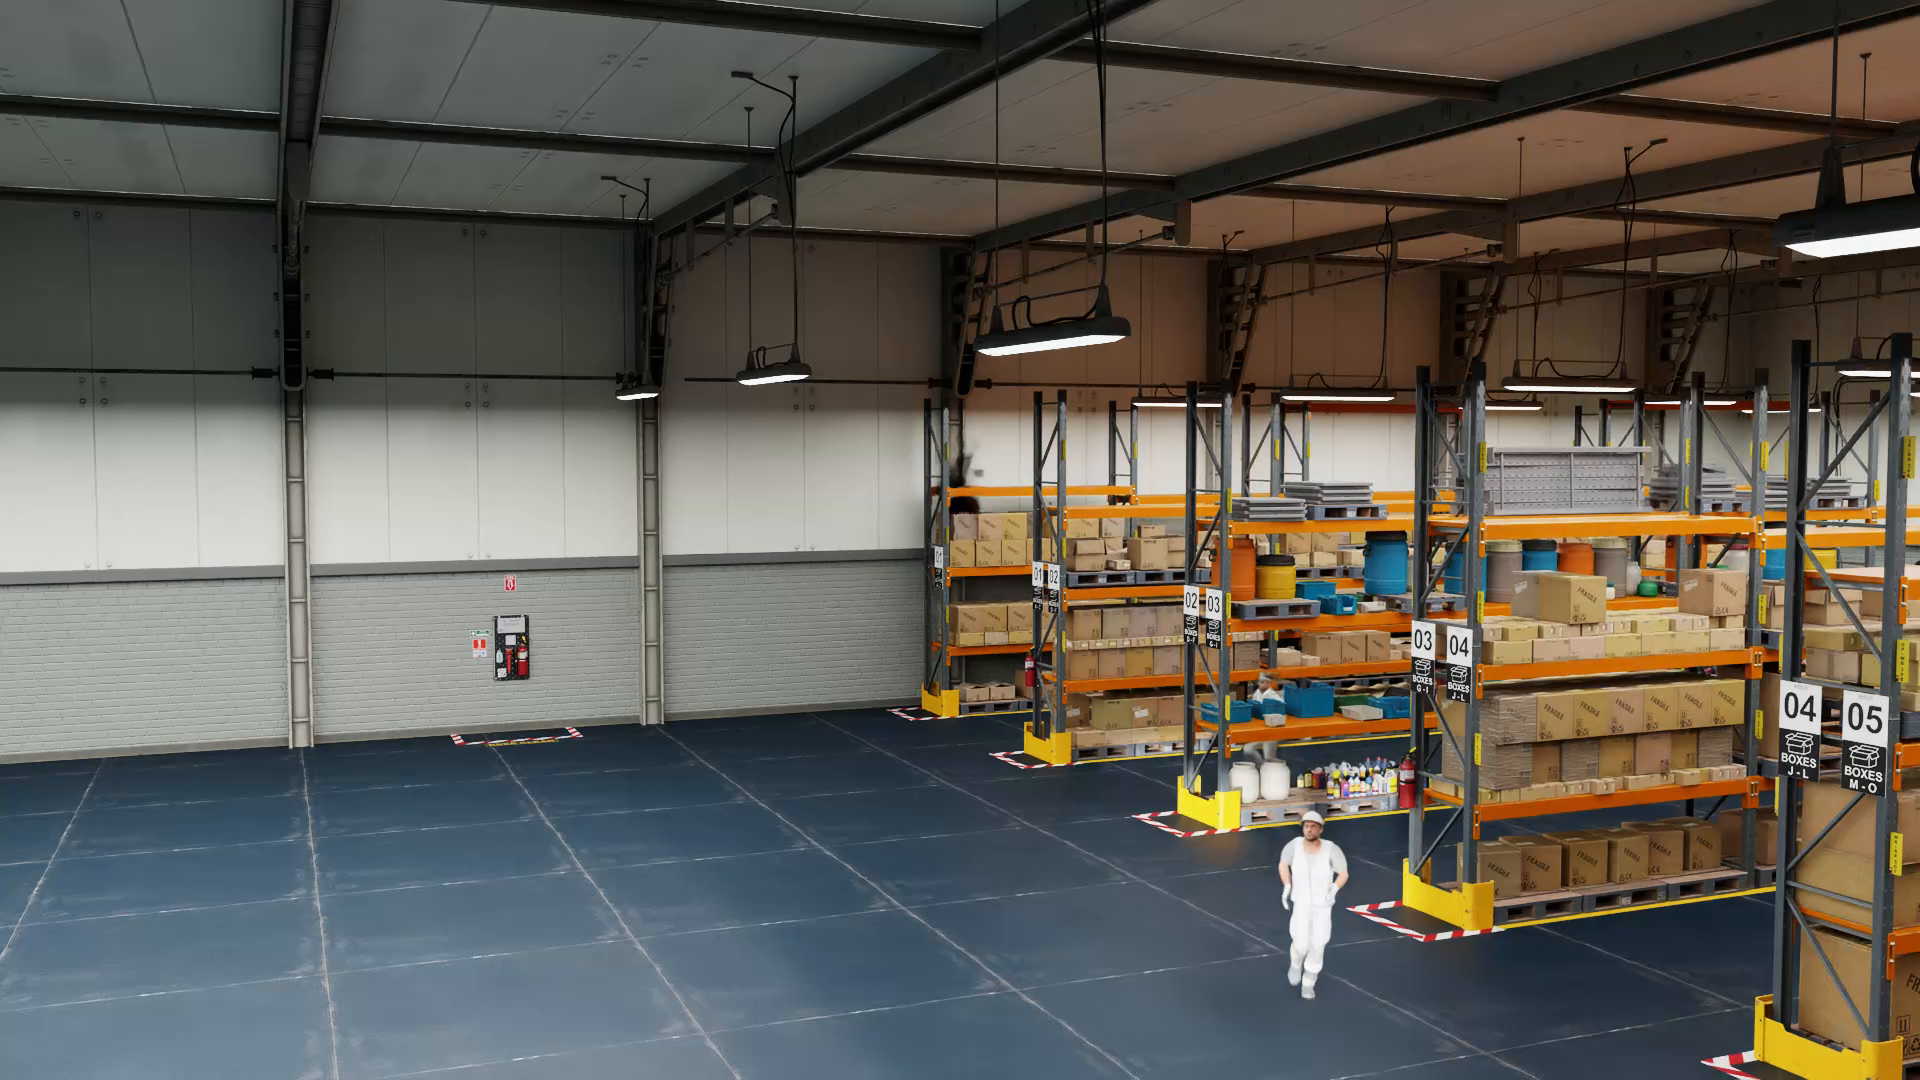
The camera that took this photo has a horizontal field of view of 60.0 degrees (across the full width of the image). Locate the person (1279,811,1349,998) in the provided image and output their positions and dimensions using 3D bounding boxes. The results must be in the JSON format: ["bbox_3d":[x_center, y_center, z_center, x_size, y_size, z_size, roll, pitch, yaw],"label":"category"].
[{"bbox_3d":[3.267,3.382,15.401,0.637,1.748,0.599,1,3,14],"label":"person"}]

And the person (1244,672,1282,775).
[{"bbox_3d":[4.513,2.829,24.824,0.724,1.727,0.637,-3,4,-38],"label":"person"}]
